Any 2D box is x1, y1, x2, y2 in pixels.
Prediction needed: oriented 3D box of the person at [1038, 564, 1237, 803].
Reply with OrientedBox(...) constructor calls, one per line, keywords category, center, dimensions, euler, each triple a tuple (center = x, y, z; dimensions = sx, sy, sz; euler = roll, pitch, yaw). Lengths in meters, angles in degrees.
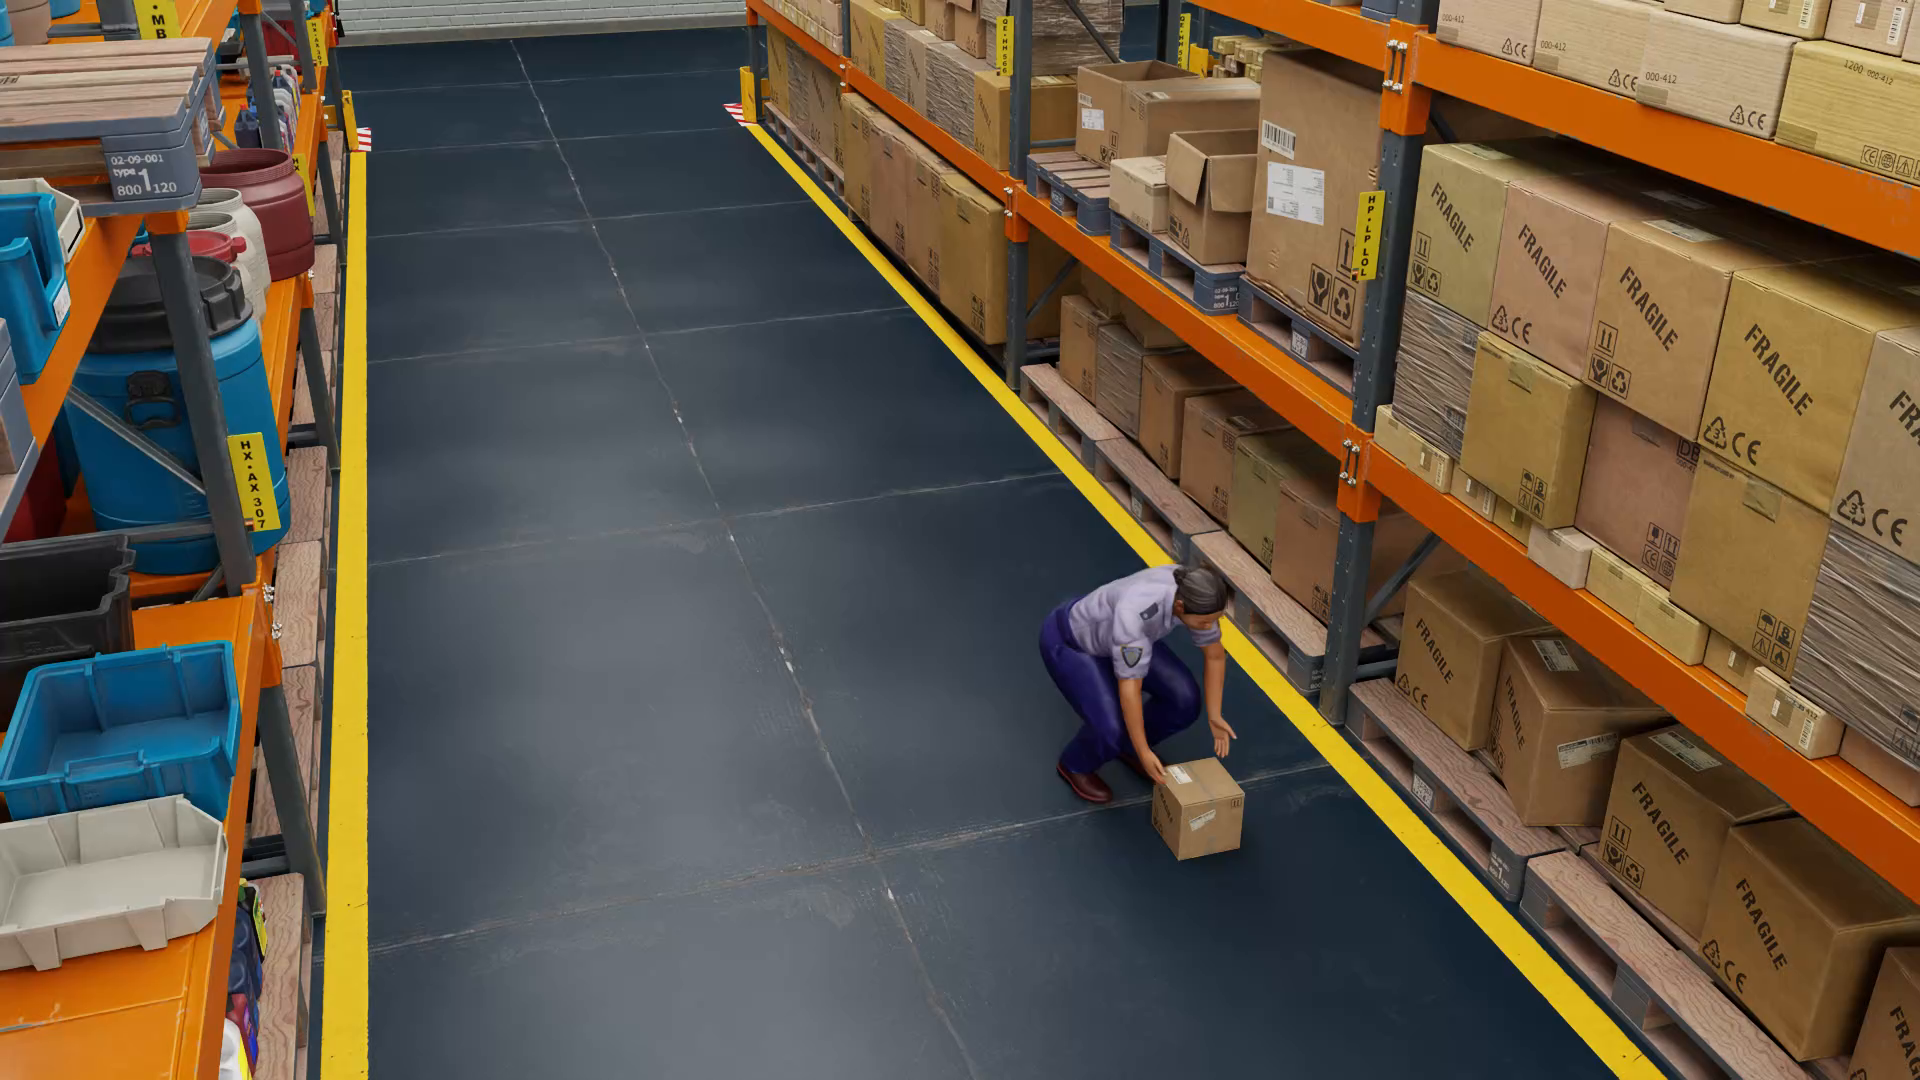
OrientedBox(category="person", center=(0.673, 0.484, 6.327), dimensions=(0.535, 1.060, 0.785), euler=(-17, 31, -30))
